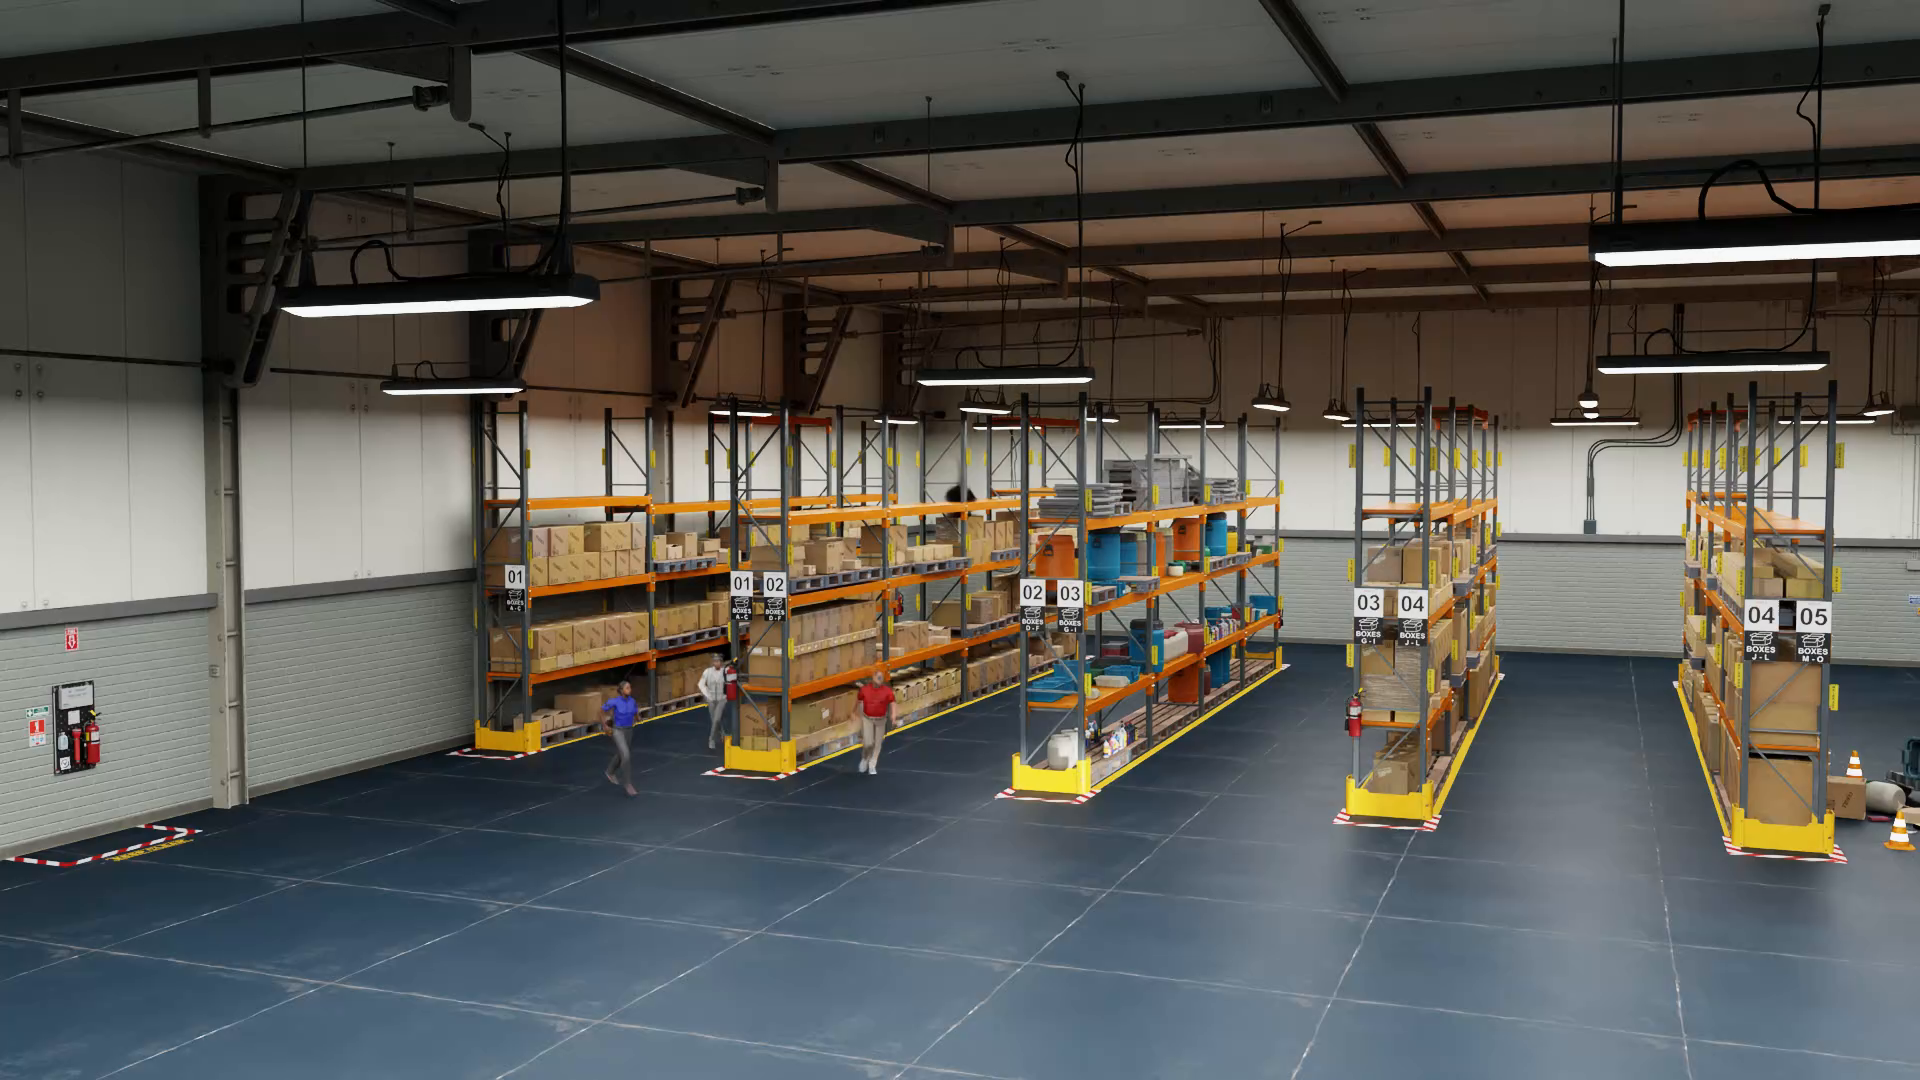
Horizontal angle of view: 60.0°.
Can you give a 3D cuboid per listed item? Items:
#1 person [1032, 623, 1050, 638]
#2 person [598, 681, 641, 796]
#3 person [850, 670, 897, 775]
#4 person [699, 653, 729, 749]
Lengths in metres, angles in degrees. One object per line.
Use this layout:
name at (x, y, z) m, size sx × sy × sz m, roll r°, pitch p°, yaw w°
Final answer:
person at (2.128, 2.049, 43.134) m, size 0.872 × 1.674 × 0.598 m, roll 1°, pitch 3°, yaw 28°
person at (-5.137, 2.960, 25.018) m, size 0.906 × 1.697 × 0.600 m, roll 2°, pitch 4°, yaw 40°
person at (-1.334, 2.885, 26.247) m, size 0.667 × 1.694 × 0.808 m, roll -1°, pitch 3°, yaw -15°
person at (-4.230, 2.770, 28.968) m, size 0.612 × 1.657 × 0.685 m, roll 0°, pitch 3°, yaw 0°
